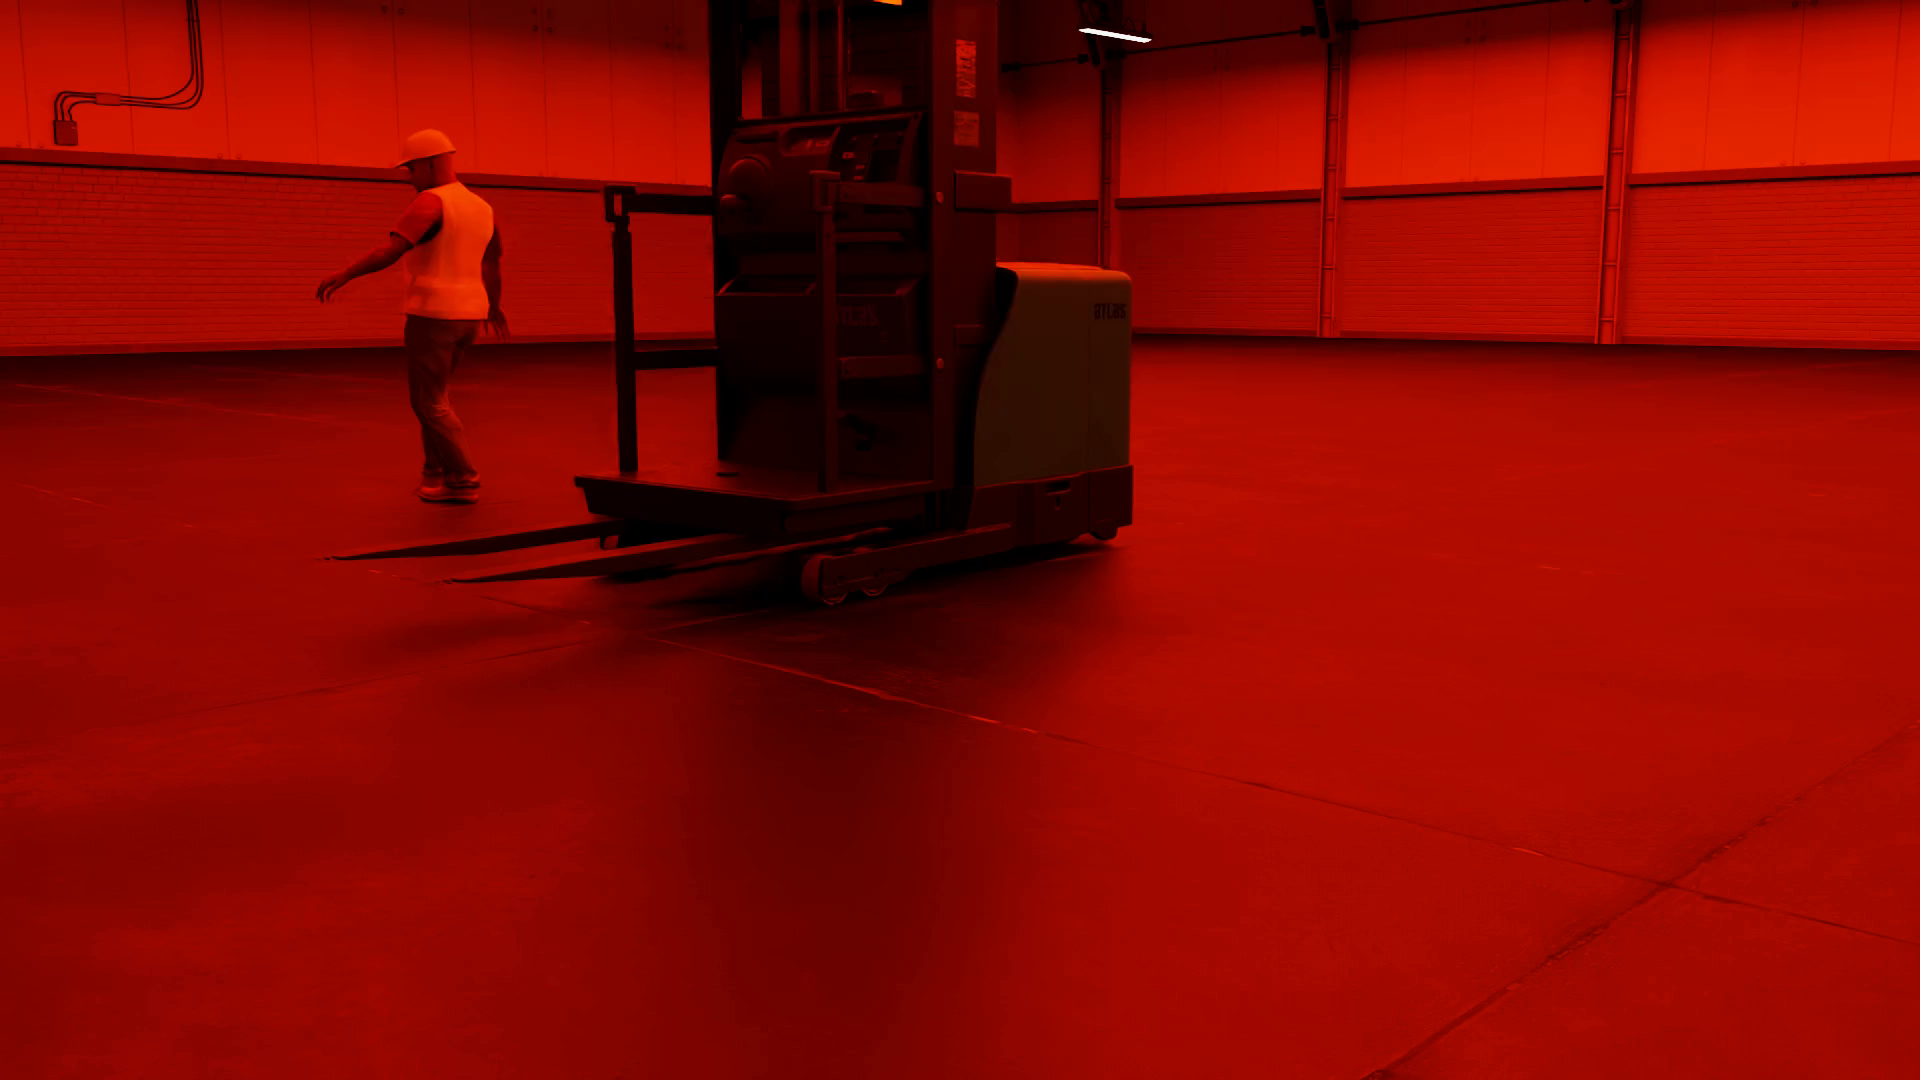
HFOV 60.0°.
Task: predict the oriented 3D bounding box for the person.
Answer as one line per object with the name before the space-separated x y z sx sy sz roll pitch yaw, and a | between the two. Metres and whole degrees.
person | -2.540 -1.041 7.956 0.592 1.792 1.032 3 9 19

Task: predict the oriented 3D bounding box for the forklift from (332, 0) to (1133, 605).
forklift | -0.634 -1.323 5.663 1.130 2.935 3.031 7 11 39
